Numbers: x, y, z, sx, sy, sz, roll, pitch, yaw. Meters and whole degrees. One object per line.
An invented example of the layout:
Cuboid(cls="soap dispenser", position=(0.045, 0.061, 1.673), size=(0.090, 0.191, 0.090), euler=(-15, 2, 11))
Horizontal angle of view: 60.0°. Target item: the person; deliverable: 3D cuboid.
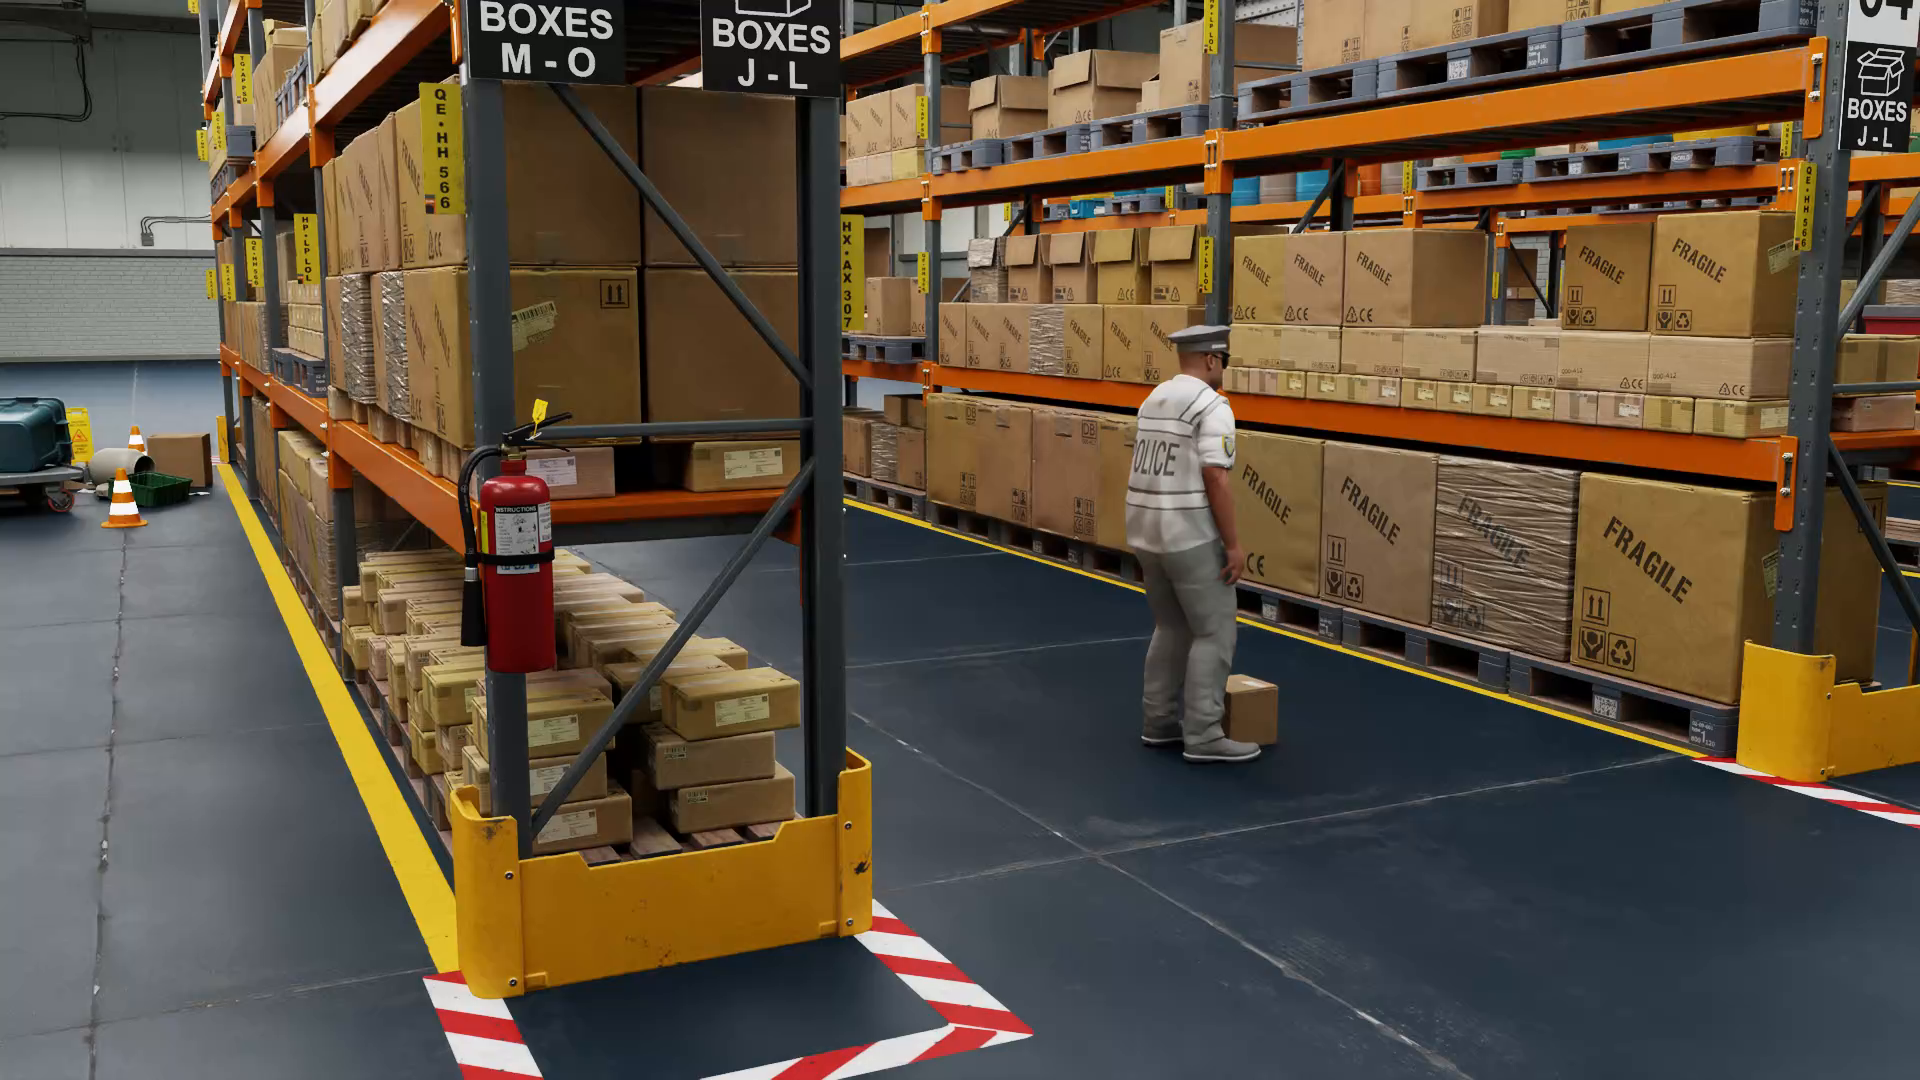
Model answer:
Cuboid(cls="person", position=(0.920, 0.003, 6.790), size=(0.432, 1.750, 0.606), euler=(-5, 10, -29))
